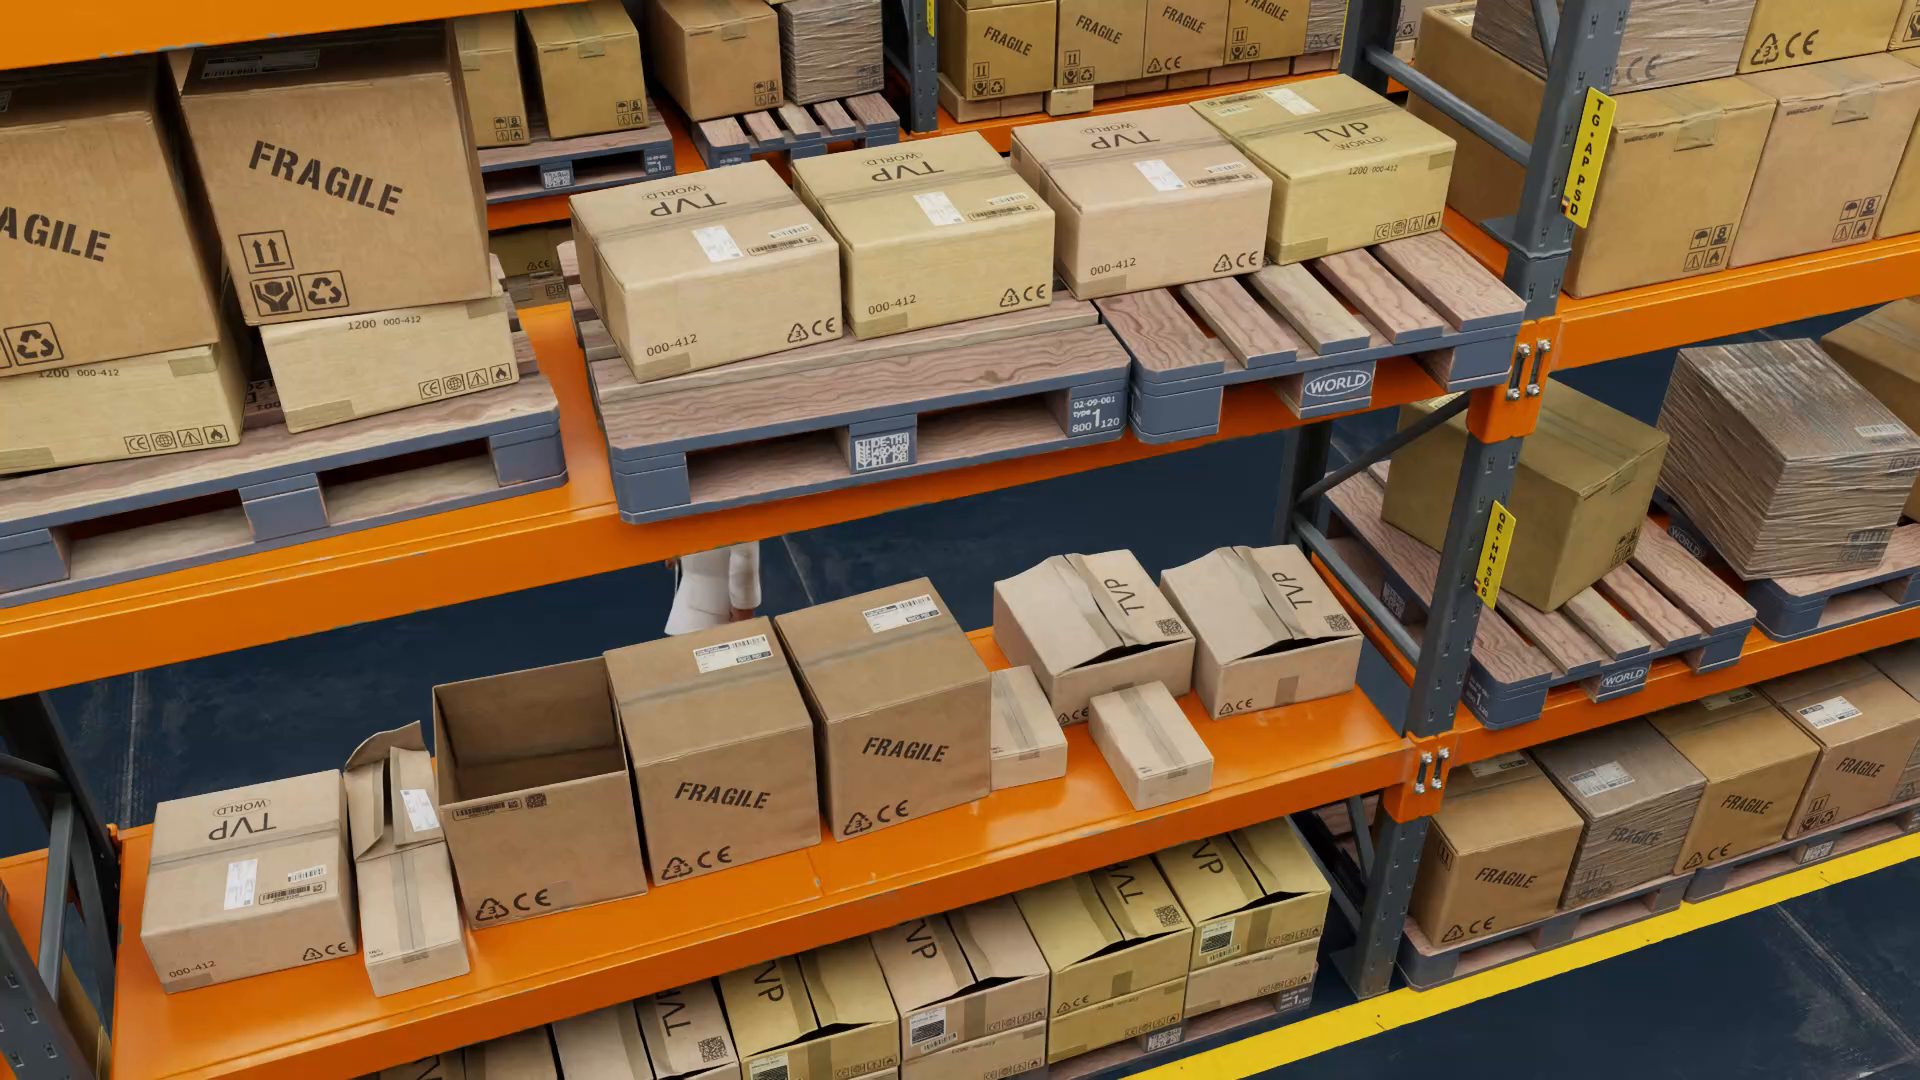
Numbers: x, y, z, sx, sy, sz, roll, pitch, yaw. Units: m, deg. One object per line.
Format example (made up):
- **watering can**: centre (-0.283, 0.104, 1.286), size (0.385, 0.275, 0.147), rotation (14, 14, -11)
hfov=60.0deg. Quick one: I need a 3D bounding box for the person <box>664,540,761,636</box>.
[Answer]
- **person**: centre (-1.004, 0.157, 6.603), size (0.413, 1.847, 0.625), rotation (-11, 39, -14)
